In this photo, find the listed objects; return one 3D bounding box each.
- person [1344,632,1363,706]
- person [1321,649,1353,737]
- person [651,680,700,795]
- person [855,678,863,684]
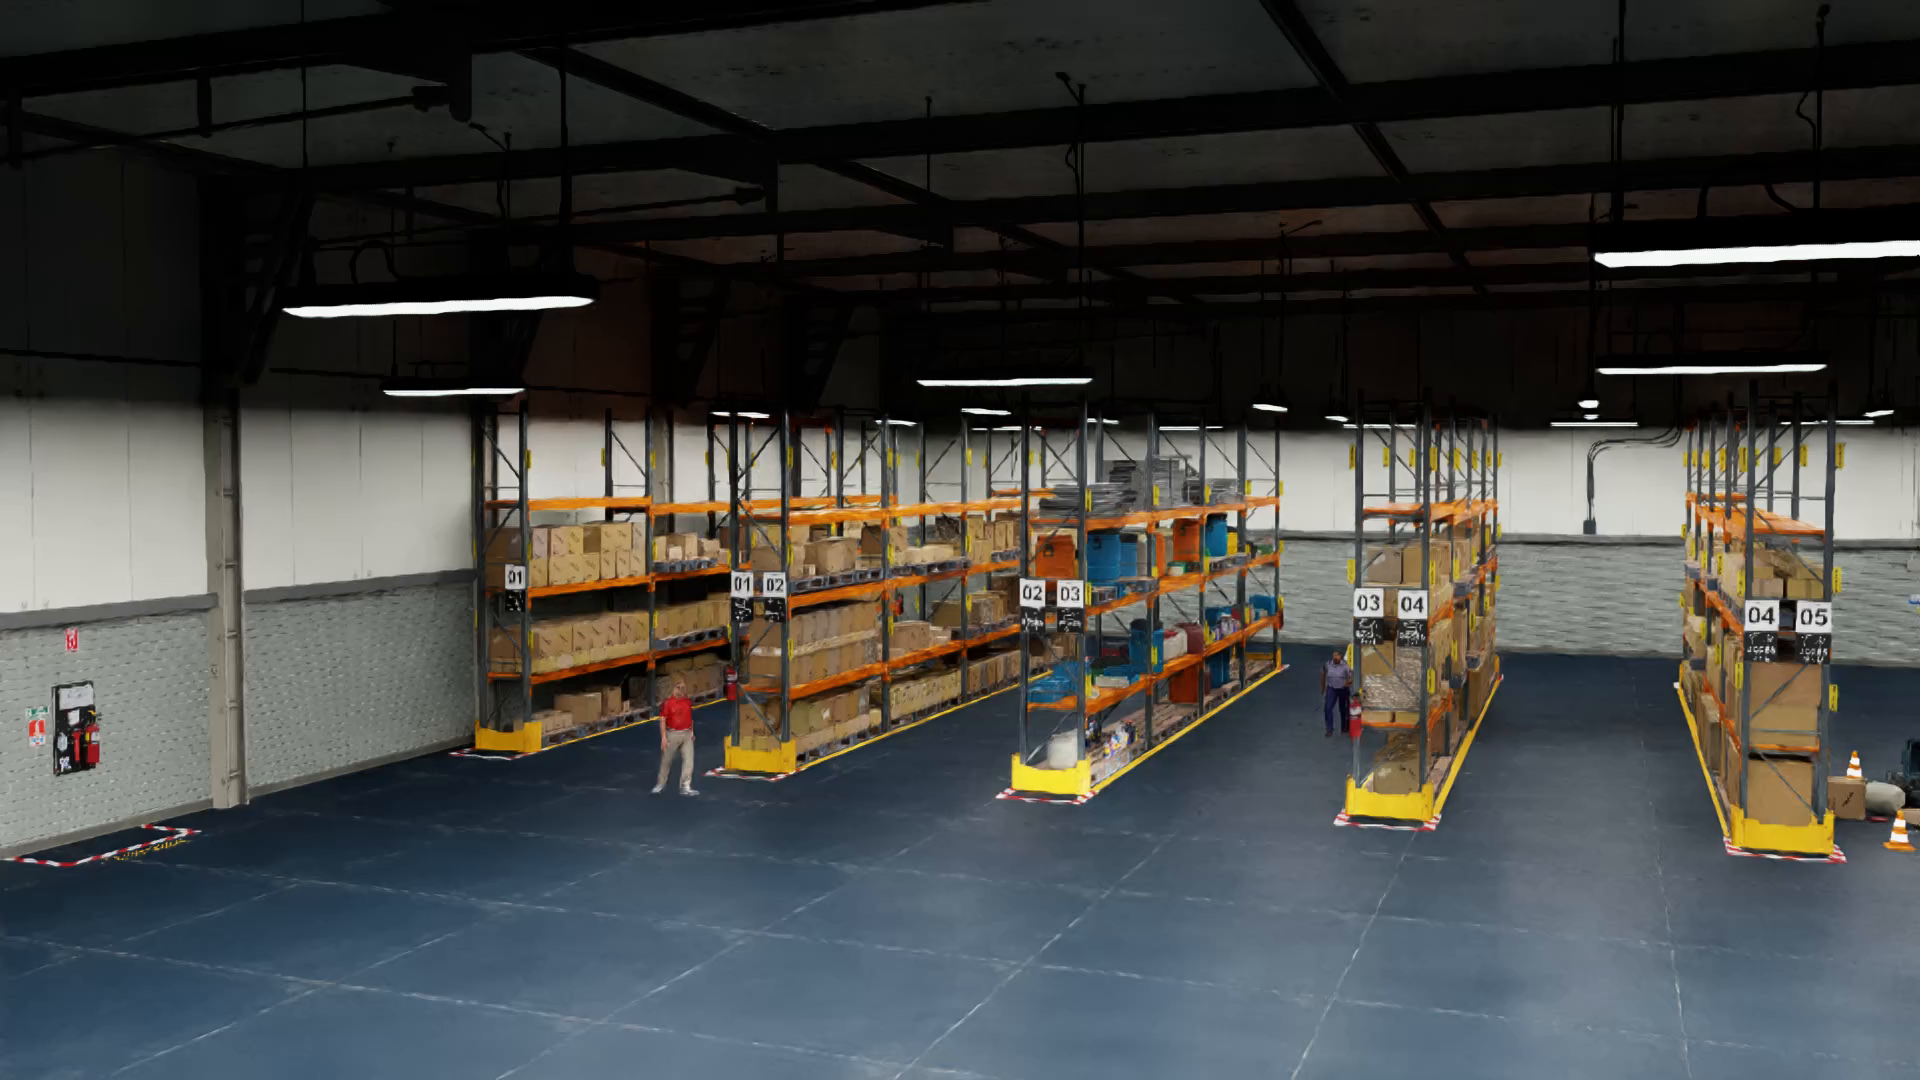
[{"bbox_3d":[8.004,2.594,33.227,0.613,1.588,0.854,1,3,27],"label":"person"},{"bbox_3d":[6.846,2.746,30.141,0.628,1.573,0.850,1,3,17],"label":"person"},{"bbox_3d":[-4.221,2.936,24.845,0.708,1.712,0.699,-2,4,-40],"label":"person"},{"bbox_3d":[-2.071,2.504,34.740,0.456,1.606,0.559,0,3,-8],"label":"person"}]
